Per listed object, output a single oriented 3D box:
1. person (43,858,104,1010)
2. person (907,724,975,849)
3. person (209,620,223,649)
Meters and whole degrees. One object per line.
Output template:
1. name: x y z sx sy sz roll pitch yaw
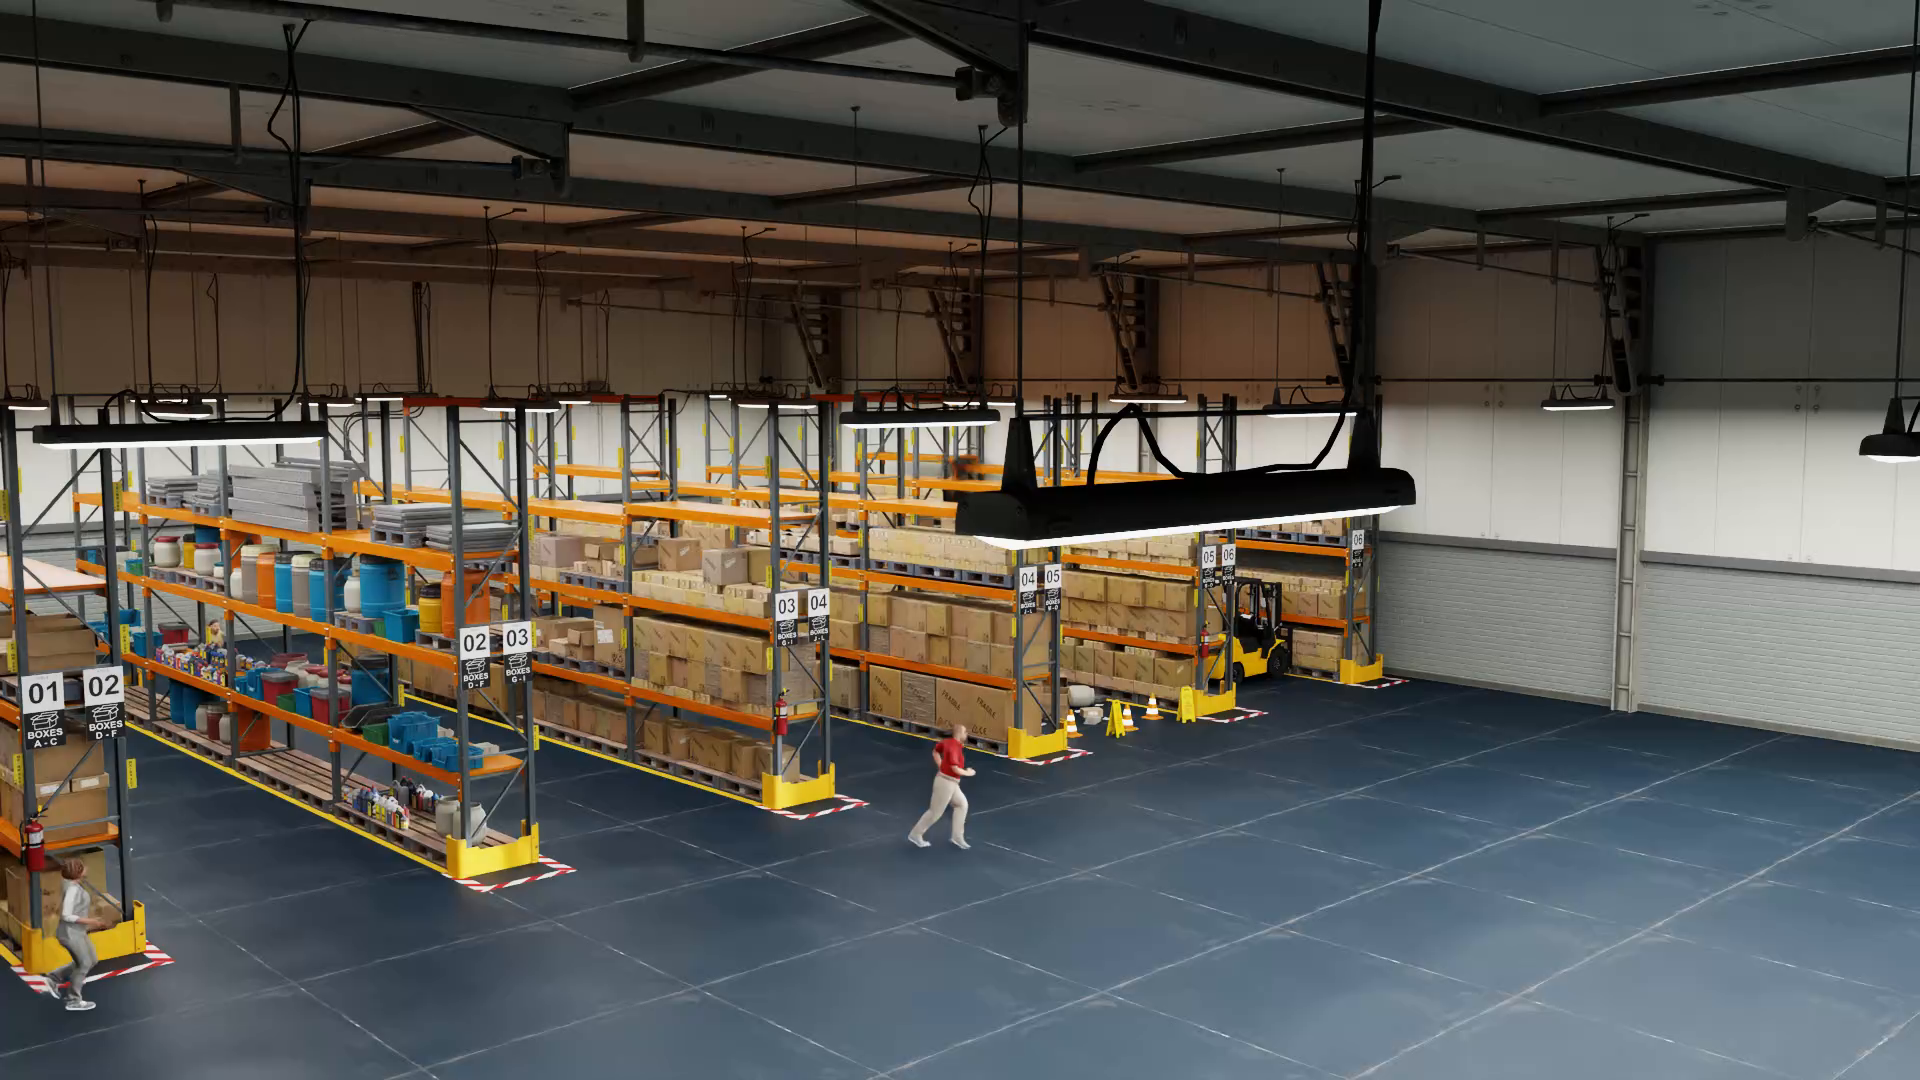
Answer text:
1. person: -8.875 3.958 16.626 0.579 1.568 0.528 -3 6 -24
2. person: -0.254 3.349 22.403 0.925 1.746 0.680 -1 6 -5
3. person: -14.906 2.351 33.222 0.726 1.559 0.579 3 6 30
